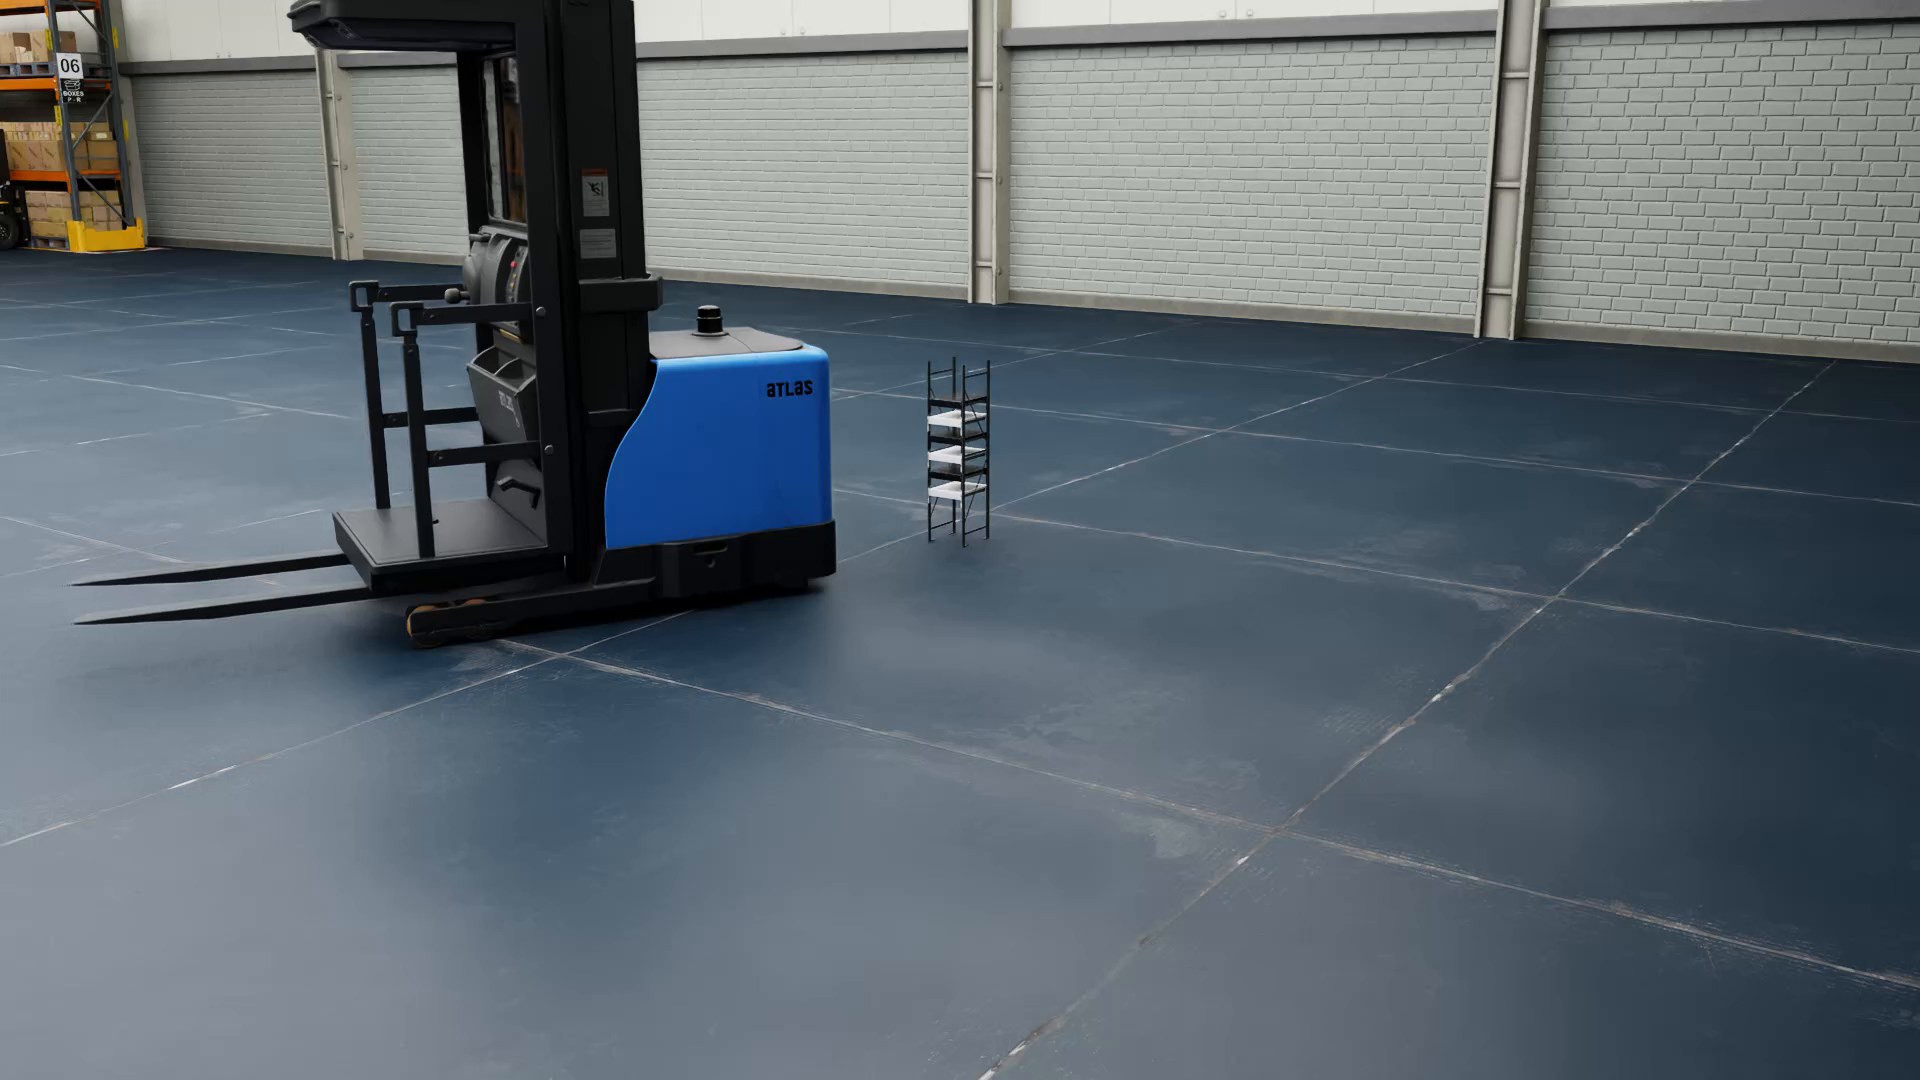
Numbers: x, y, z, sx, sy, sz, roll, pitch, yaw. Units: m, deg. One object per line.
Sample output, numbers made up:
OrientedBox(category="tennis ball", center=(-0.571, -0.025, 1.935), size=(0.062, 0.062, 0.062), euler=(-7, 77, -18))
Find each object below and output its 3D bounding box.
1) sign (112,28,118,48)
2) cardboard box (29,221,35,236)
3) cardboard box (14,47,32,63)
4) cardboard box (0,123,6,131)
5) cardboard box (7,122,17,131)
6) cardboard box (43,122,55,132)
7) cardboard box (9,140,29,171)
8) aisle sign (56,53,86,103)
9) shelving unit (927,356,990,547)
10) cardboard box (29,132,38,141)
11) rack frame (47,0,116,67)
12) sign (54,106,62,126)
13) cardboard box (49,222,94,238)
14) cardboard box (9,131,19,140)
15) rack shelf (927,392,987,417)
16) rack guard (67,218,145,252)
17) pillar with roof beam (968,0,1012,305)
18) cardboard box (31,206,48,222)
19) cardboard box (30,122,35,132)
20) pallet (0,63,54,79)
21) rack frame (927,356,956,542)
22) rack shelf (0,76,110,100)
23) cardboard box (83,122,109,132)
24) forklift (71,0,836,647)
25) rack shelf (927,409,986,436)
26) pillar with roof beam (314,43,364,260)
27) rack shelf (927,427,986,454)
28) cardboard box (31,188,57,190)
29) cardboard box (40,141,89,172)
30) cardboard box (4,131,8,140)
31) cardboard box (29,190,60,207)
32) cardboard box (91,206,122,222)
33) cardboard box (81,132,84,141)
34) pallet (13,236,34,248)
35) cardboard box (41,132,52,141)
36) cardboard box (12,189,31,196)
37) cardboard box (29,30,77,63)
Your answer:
OrientedBox(category="sign", center=(-14.207, -8.437, 27.935), size=(0.005, 0.325, 0.100), euler=(9, 17, 33))
OrientedBox(category="cardboard box", center=(-15.905, -5.414, 28.802), size=(0.500, 0.250, 0.500), euler=(9, 17, 33))
OrientedBox(category="cardboard box", center=(-15.589, -8.136, 27.901), size=(0.258, 0.266, 0.396), euler=(9, 17, 33))
OrientedBox(category="cardboard box", center=(-16.412, -7.163, 28.841), size=(0.250, 0.149, 0.380), euler=(9, 17, 33))
OrientedBox(category="cardboard box", center=(-16.052, -7.073, 28.476), size=(0.250, 0.149, 0.380), euler=(10, 17, 34))
OrientedBox(category="cardboard box", center=(-15.159, -6.949, 27.974), size=(0.250, 0.149, 0.380), euler=(9, 17, 33))
OrientedBox(category="cardboard box", center=(-15.927, -6.610, 28.575), size=(0.500, 0.500, 0.500), euler=(9, 16, 32))
OrientedBox(category="aisle sign", center=(-14.631, -7.602, 27.382), size=(0.004, 0.787, 0.394), euler=(9, 17, 33))
OrientedBox(category="shelving unit", center=(-0.007, -0.438, 8.219), size=(0.210, 0.900, 0.258), euler=(9, 17, 33))
OrientedBox(category="cardboard box", center=(-15.575, -6.873, 28.286), size=(0.250, 0.149, 0.380), euler=(9, 17, 32))
OrientedBox(category="rack frame", center=(-14.522, -9.320, 27.246), size=(0.127, 3.000, 1.000), euler=(9, 17, 33))
OrientedBox(category="sign", center=(-14.836, -6.979, 27.369), size=(0.005, 0.325, 0.100), euler=(9, 17, 33))
OrientedBox(category="cardboard box", center=(-15.088, -5.277, 28.246), size=(0.500, 0.250, 0.500), euler=(9, 17, 33))
OrientedBox(category="cardboard box", center=(-16.044, -6.929, 28.514), size=(0.250, 0.149, 0.380), euler=(9, 17, 33))
OrientedBox(category="rack shelf", center=(-0.007, -0.668, 8.163), size=(0.200, 0.077, 0.258), euler=(9, 17, 33))
OrientedBox(category="rack guard", center=(-14.502, -5.191, 28.254), size=(0.348, 0.500, 1.175), euler=(9, 17, 33))
OrientedBox(category="pillar with roof beam", center=(-2.063, -6.321, 15.130), size=(0.400, 9.000, 9.100), euler=(9, 17, 33))
OrientedBox(category="cardboard box", center=(-15.510, -5.592, 28.479), size=(0.500, 0.250, 0.500), euler=(9, 17, 32))
OrientedBox(category="cardboard box", center=(-15.556, -7.026, 28.288), size=(0.250, 0.149, 0.380), euler=(9, 17, 33))
OrientedBox(category="pallet", center=(-16.111, -8.084, 28.681), size=(1.213, 0.211, 1.003), euler=(9, 17, 33))
OrientedBox(category="rack frame", center=(-0.091, -0.452, 8.275), size=(0.006, 0.900, 0.240), euler=(9, 17, 33))
OrientedBox(category="rack shelf", center=(-16.181, -7.783, 28.776), size=(4.000, 0.370, 1.077), euler=(9, 17, 33))
OrientedBox(category="cardboard box", center=(-14.681, -7.003, 28.195), size=(0.250, 0.149, 0.380), euler=(9, 16, 32))
OrientedBox(category="forklift", center=(-2.101, -1.141, 6.833), size=(3.031, 2.935, 1.130), euler=(-7, 16, -27))
OrientedBox(category="rack shelf", center=(-0.007, -0.580, 8.184), size=(0.200, 0.077, 0.258), euler=(9, 17, 33))
OrientedBox(category="pillar with roof beam", center=(-12.021, -7.930, 21.631), size=(0.400, 9.000, 9.100), euler=(9, 17, 33))
OrientedBox(category="rack shelf", center=(-0.007, -0.493, 8.206), size=(0.200, 0.077, 0.258), euler=(9, 17, 33))
OrientedBox(category="cardboard box", center=(-16.062, -6.070, 29.370), size=(0.500, 0.250, 0.500), euler=(9, 16, 32))
OrientedBox(category="cardboard box", center=(-15.077, -6.470, 28.009), size=(0.500, 0.500, 0.500), euler=(9, 16, 32))
OrientedBox(category="cardboard box", center=(-16.451, -7.001, 28.805), size=(0.250, 0.149, 0.380), euler=(9, 16, 32))
OrientedBox(category="cardboard box", center=(-15.505, -5.829, 28.396), size=(0.500, 0.250, 0.500), euler=(10, 17, 34))
OrientedBox(category="cardboard box", center=(-14.796, -5.624, 28.608), size=(0.500, 0.250, 0.500), euler=(10, 17, 34))
OrientedBox(category="cardboard box", center=(-14.899, -6.889, 28.352), size=(0.250, 0.149, 0.380), euler=(9, 17, 33))
OrientedBox(category="pallet", center=(-16.188, -5.312, 29.344), size=(1.213, 0.211, 1.003), euler=(9, 17, 33))
OrientedBox(category="cardboard box", center=(-15.195, -6.790, 27.953), size=(0.250, 0.149, 0.380), euler=(9, 17, 34))
OrientedBox(category="cardboard box", center=(-16.345, -5.964, 28.942), size=(0.500, 0.250, 0.500), euler=(9, 16, 32))
OrientedBox(category="cardboard box", center=(-15.025, -8.176, 27.575), size=(0.500, 0.500, 0.500), euler=(10, 17, 35))
